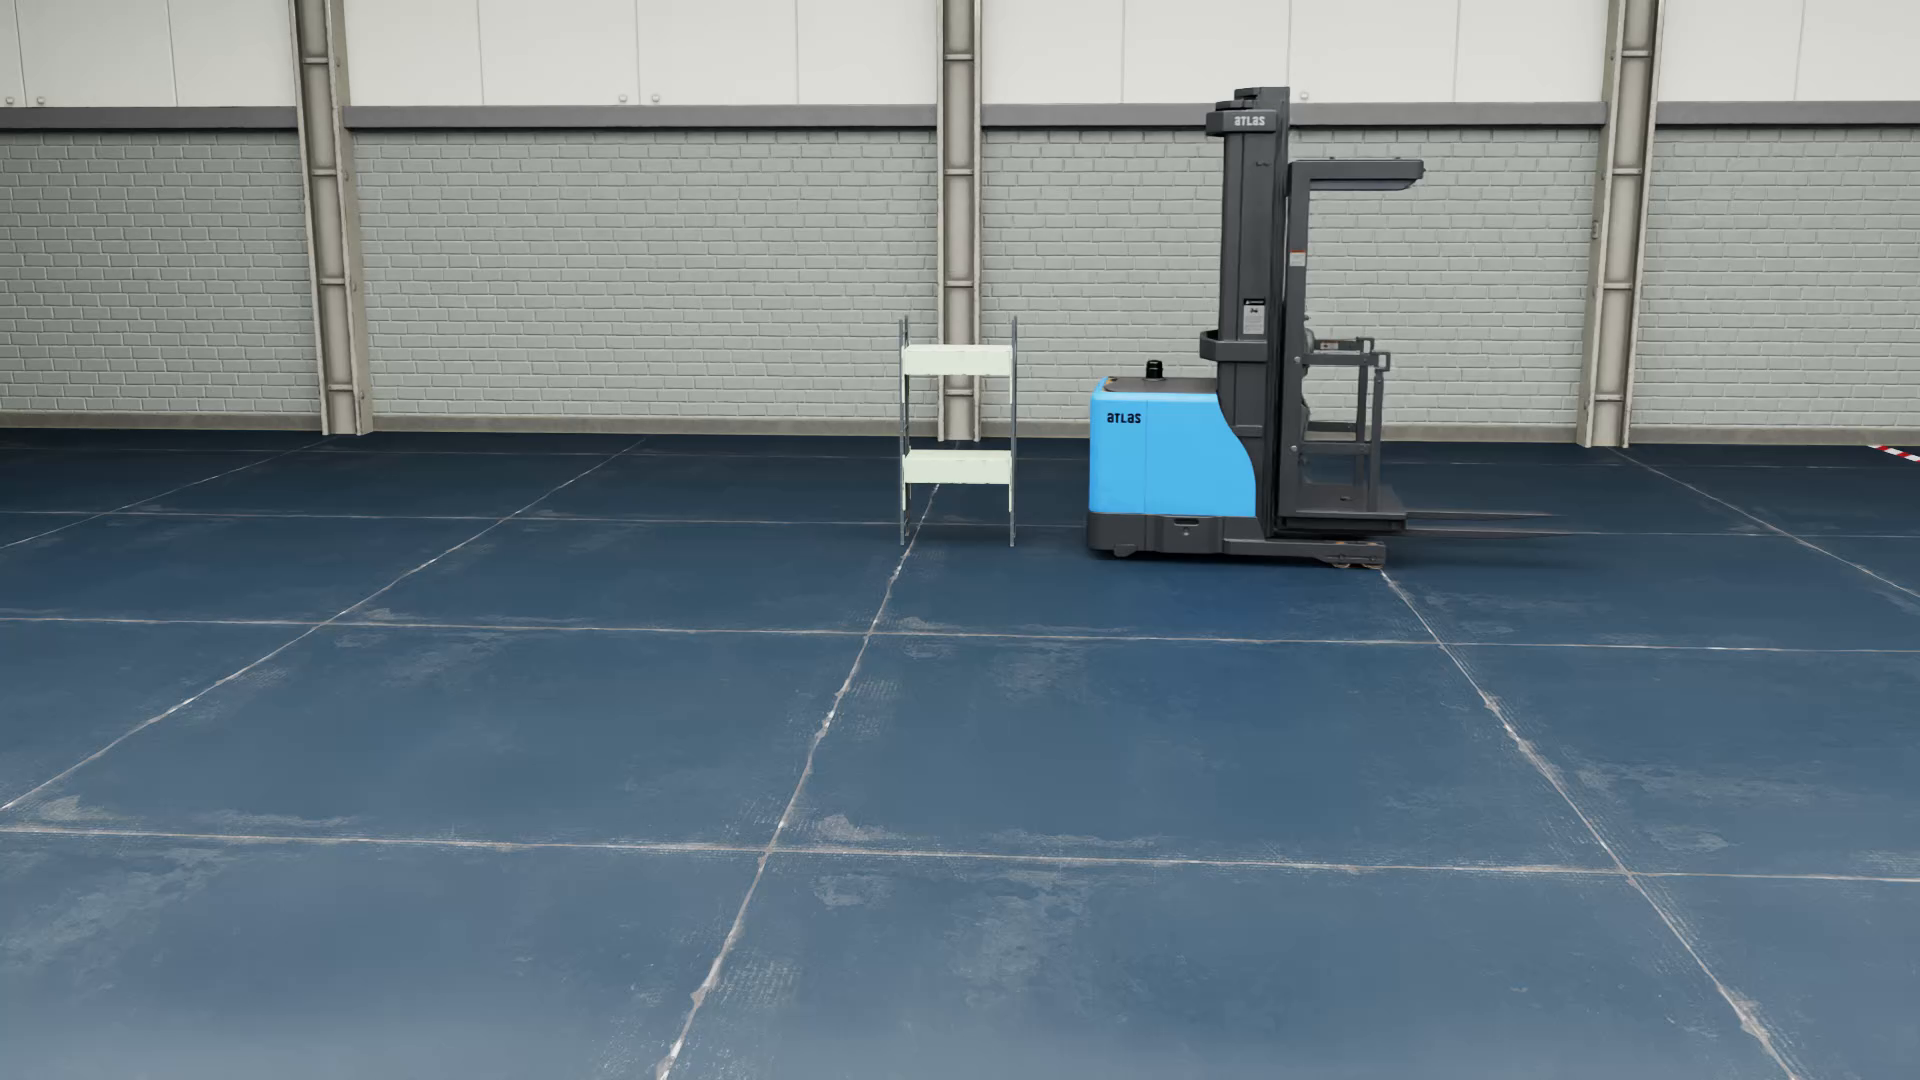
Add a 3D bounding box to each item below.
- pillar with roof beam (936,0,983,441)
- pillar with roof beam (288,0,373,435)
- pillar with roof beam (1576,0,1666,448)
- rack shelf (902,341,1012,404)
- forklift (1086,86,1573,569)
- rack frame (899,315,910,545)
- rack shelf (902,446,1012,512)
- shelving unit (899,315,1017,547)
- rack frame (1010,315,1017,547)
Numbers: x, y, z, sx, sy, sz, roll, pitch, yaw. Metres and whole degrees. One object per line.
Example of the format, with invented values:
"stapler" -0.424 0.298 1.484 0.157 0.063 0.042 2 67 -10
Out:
"pillar with roof beam" -0.291 -4.494 10.773 0.400 9.000 9.100 1 12 4
"pillar with roof beam" -6.277 -4.576 11.166 0.400 9.000 9.100 1 12 4
"pillar with roof beam" 5.696 -4.412 10.381 0.400 9.000 9.100 1 12 4
"rack shelf" -0.007 -1.116 11.035 0.720 0.370 0.431 1 12 4
"forklift" 2.374 -1.367 10.645 3.031 2.935 1.130 2 12 8
"rack frame" -0.372 -0.739 11.139 0.023 1.500 0.400 1 12 4
"rack shelf" -0.007 -0.415 11.182 0.720 0.370 0.431 1 12 4
"shelving unit" -0.007 -0.734 11.115 0.755 1.500 0.431 1 12 4
"rack frame" 0.359 -0.729 11.091 0.023 1.500 0.400 1 12 4
